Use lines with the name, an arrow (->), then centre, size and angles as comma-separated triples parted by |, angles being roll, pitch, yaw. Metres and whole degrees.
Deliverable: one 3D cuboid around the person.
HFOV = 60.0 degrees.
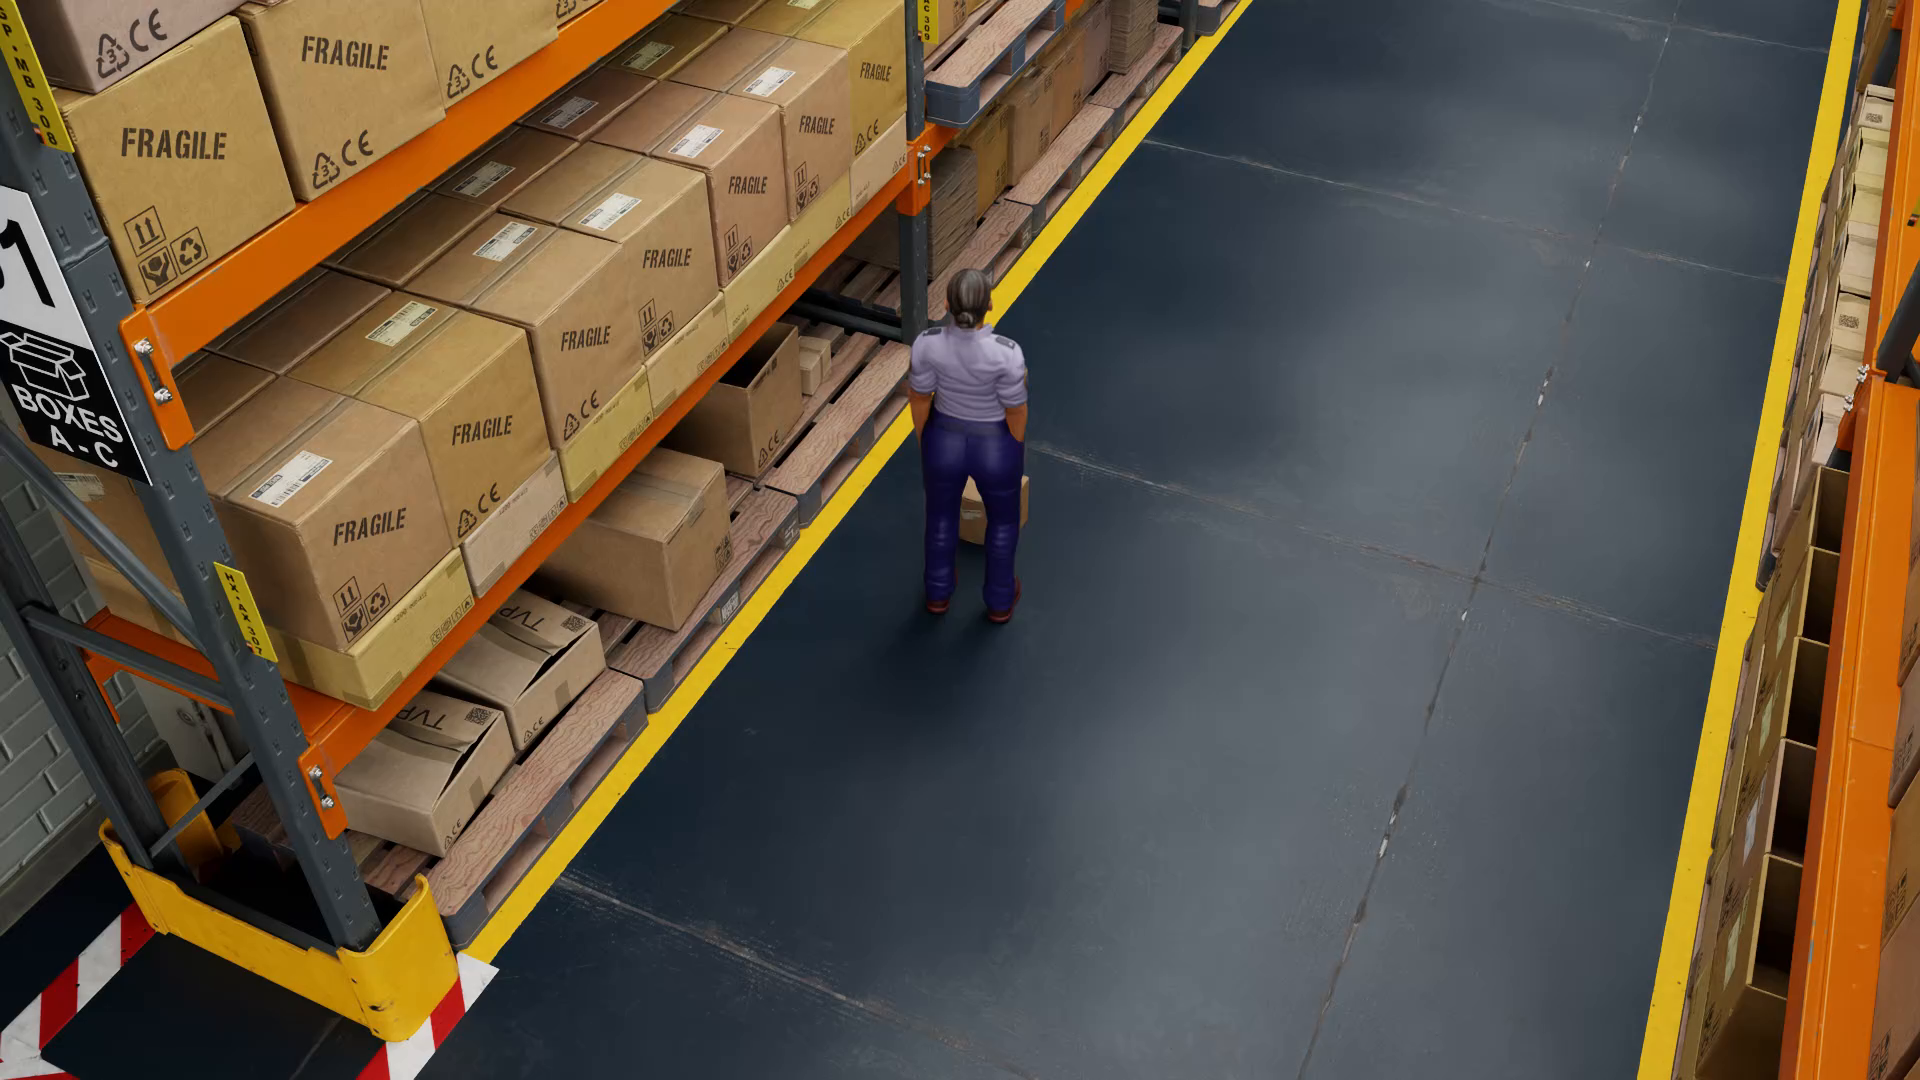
person -> 0.036, -0.398, 6.561 | 0.468, 1.574, 0.343 | 8, 43, 9
